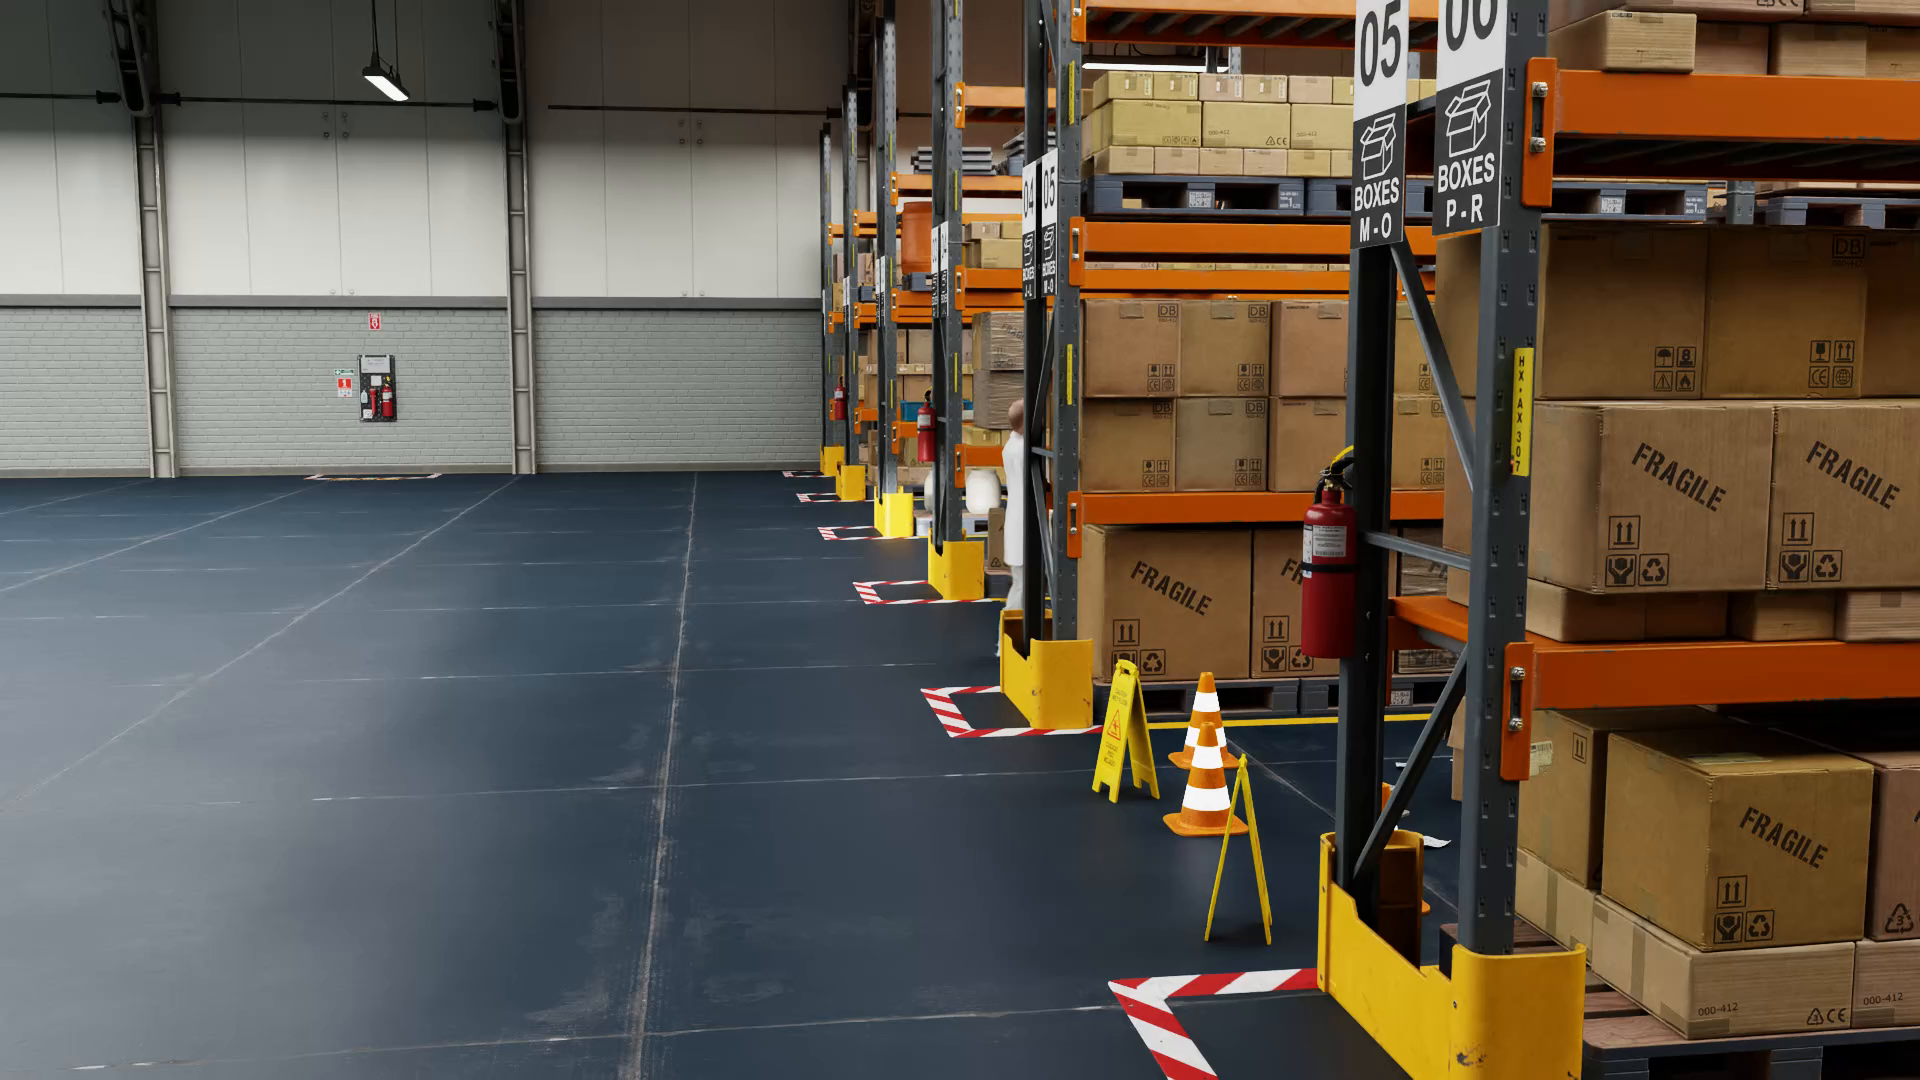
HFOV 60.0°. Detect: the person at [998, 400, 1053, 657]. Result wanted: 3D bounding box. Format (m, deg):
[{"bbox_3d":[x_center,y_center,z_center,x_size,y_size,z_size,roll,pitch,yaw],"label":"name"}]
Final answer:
[{"bbox_3d":[0.461,-0.054,11.292,0.382,1.781,0.560,-1,6,-7],"label":"person"}]
